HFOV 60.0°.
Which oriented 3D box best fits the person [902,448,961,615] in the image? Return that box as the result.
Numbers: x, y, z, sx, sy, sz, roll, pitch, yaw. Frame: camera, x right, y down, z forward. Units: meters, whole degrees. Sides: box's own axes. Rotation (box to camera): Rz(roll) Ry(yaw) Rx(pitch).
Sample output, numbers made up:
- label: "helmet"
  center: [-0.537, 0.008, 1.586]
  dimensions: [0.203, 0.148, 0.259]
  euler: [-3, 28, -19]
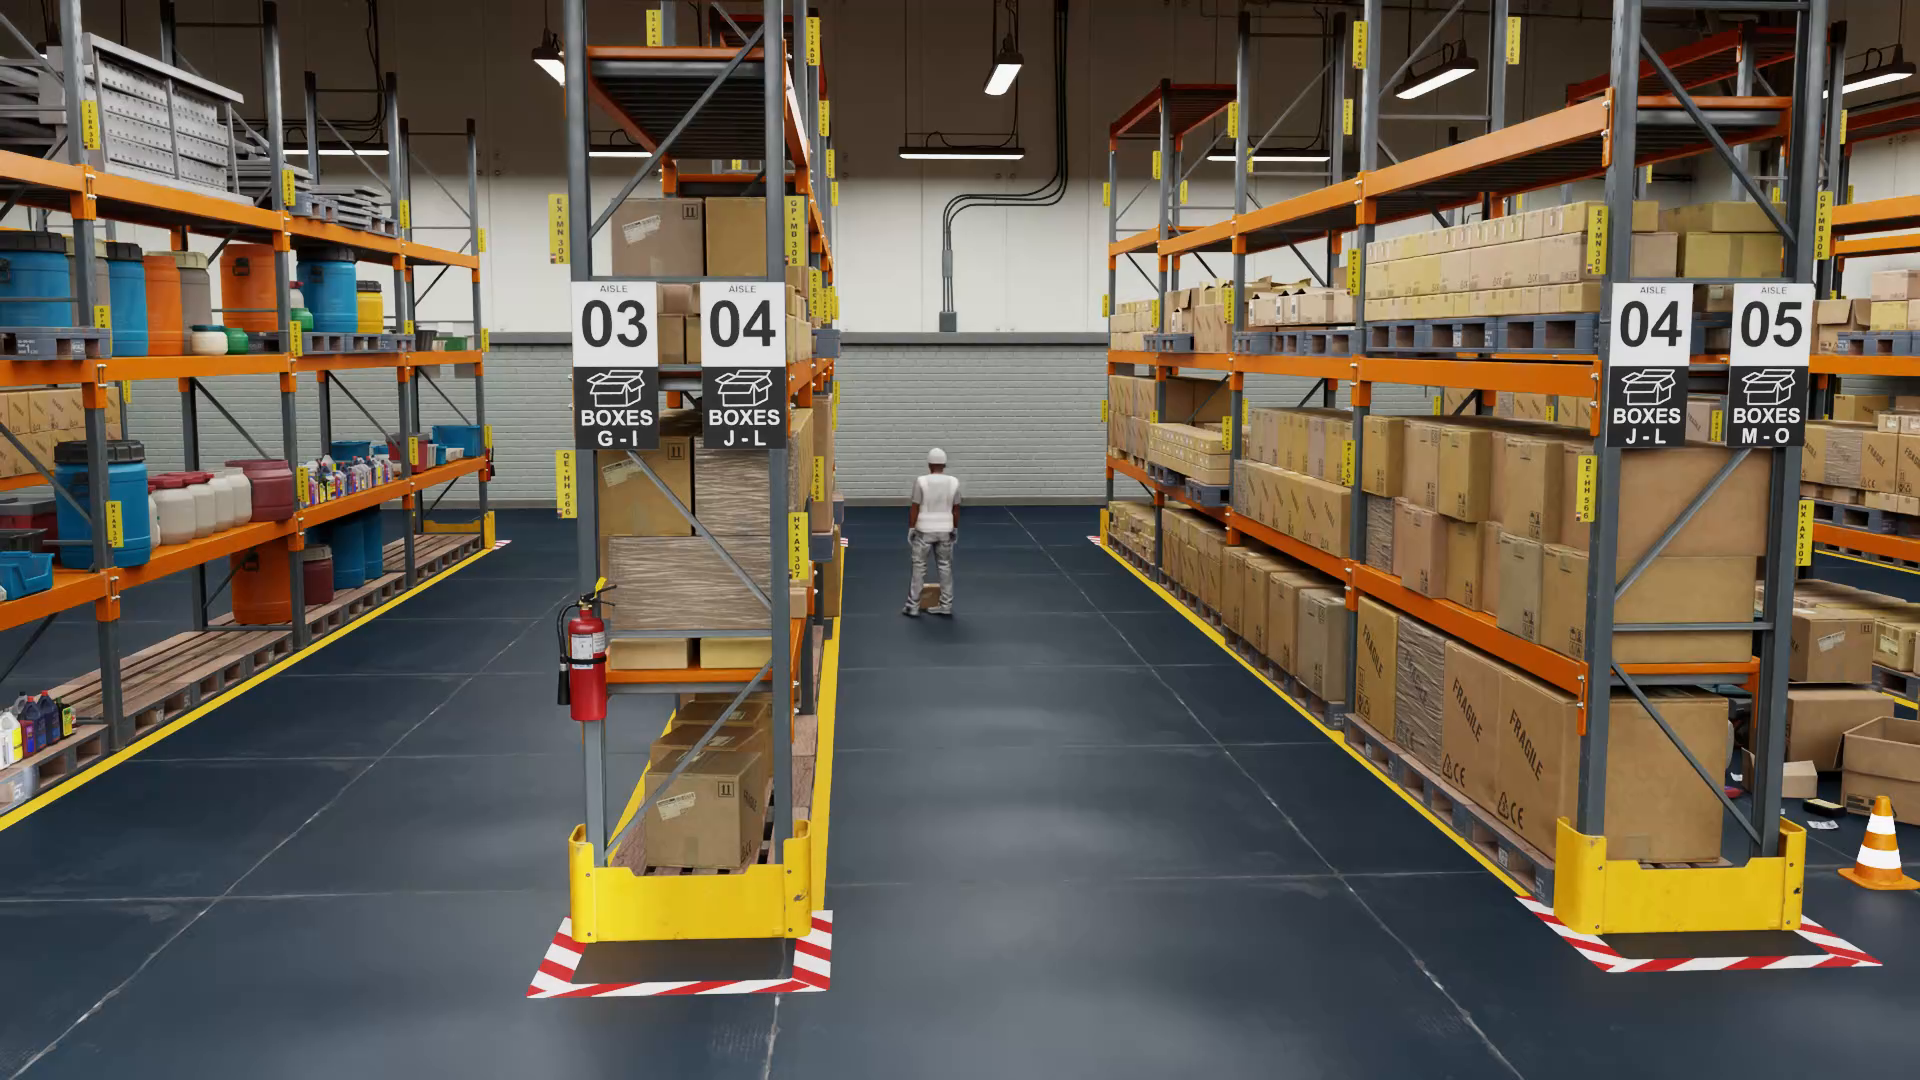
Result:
- label: "person"
  center: [-0.302, -0.092, 17.834]
  dimensions: [0.602, 1.792, 0.405]
  euler: [-2, 7, -19]
